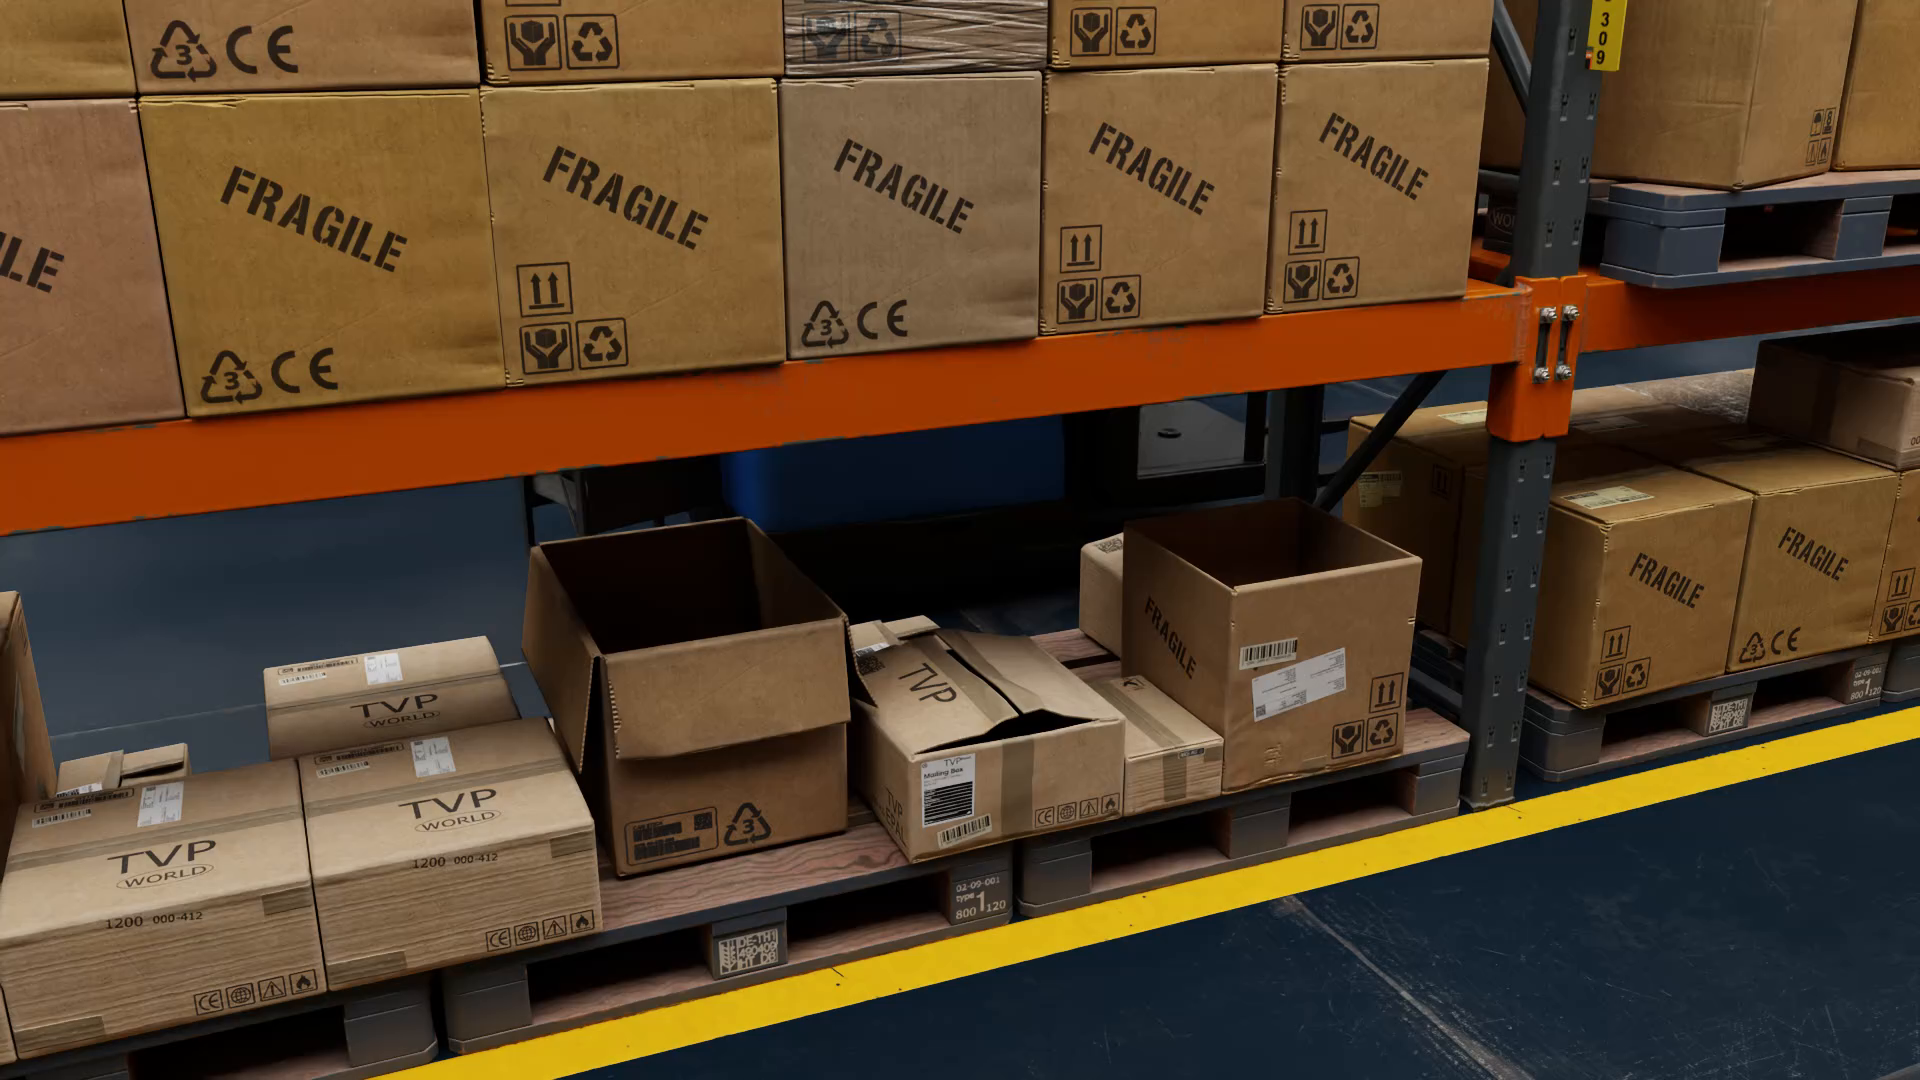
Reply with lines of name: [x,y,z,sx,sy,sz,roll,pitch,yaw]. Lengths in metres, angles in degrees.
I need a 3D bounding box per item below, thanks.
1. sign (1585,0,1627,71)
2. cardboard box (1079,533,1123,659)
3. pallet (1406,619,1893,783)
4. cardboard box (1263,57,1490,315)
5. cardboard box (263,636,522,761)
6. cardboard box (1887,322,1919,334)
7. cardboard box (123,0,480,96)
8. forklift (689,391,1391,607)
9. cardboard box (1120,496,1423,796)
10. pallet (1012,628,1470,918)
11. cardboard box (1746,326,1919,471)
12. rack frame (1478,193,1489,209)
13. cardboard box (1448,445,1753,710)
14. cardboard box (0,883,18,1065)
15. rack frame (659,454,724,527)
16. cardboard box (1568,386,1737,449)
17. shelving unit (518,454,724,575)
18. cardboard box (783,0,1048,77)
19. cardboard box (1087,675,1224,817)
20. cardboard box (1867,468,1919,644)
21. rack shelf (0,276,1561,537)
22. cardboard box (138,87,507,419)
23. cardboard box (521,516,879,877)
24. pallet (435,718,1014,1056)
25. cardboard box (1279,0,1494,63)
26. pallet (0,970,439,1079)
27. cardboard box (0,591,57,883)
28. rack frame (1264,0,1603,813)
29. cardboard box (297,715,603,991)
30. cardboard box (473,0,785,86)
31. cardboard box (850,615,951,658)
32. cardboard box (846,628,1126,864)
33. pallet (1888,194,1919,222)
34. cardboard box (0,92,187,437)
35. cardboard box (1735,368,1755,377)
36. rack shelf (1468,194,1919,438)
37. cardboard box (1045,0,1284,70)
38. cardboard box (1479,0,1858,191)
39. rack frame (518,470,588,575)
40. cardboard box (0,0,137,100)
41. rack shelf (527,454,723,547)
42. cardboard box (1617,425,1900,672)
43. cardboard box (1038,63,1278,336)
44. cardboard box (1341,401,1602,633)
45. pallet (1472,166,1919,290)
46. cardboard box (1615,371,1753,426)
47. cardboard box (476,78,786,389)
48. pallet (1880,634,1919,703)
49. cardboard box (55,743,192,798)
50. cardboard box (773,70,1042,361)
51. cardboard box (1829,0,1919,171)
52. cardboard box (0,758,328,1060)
sign: [1.350,-1.145,3.455,0.005,0.325,0.100,-8,21,-22]
cardboard box: [0.657,0.149,4.469,0.500,0.311,0.500,-8,21,-22]
pallet: [1.860,0.295,4.865,1.213,0.211,1.003,-8,21,-22]
cardboard box: [0.771,-0.805,3.640,0.500,0.500,0.500,-8,21,-21]
cardboard box: [-1.259,0.452,3.700,0.500,0.250,0.500,-8,21,-22]
cardboard box: [3.048,-0.471,4.814,0.500,0.250,0.500,-9,21,-23]
cardboard box: [-1.094,-1.007,2.710,0.500,0.500,0.500,-8,21,-21]
forklift: [0.587,-1.438,5.694,3.031,2.935,1.130,-7,21,-19]
cardboard box: [0.718,0.232,3.949,0.500,0.500,0.500,-8,21,-22]
pallet: [0.497,0.504,4.273,1.213,0.211,1.003,-8,21,-22]
cardboard box: [2.587,-0.404,4.626,0.500,0.250,0.500,-8,21,-22]
rack frame: [2.843,-2.939,9.851,0.127,3.000,1.000,-8,21,-22]
cardboard box: [1.669,0.081,4.377,0.500,0.500,0.500,-9,21,-24]
cardboard box: [-1.794,0.771,2.921,0.250,0.166,0.380,-8,21,-22]
rack frame: [-0.905,-0.843,5.249,0.015,2.100,0.400,-17,25,-39]
cardboard box: [1.925,-0.145,5.018,0.500,0.500,0.500,-8,21,-22]
shelving unit: [-1.086,-0.789,5.095,0.503,2.100,0.431,-17,25,-39]
cardboard box: [-0.165,-1.140,3.088,0.500,0.500,0.500,-8,21,-21]
cardboard box: [0.397,0.465,3.815,0.250,0.149,0.380,-8,21,-22]
cardboard box: [2.616,-0.056,4.766,0.500,0.500,0.500,-8,21,-21]
rack shelf: [-0.708,-0.299,3.438,4.000,0.370,1.077,-8,21,-22]
cardboard box: [-1.099,-0.535,2.874,0.500,0.500,0.500,-8,21,-22]
cardboard box: [-0.595,0.317,3.701,0.637,0.503,0.797,-8,21,-22]
pallet: [-0.624,0.666,3.813,1.213,0.211,1.003,-8,21,-22]
cardboard box: [0.767,-1.275,3.470,0.500,0.500,0.500,-8,21,-22]
pallet: [-1.743,0.825,3.361,1.213,0.211,1.003,-8,21,-22]
cardboard box: [-2.143,0.450,3.330,0.500,0.500,0.500,-8,21,-22]
rack frame: [1.128,-0.901,4.065,0.127,3.000,1.000,-8,21,-22]
cardboard box: [-1.015,0.598,3.286,0.500,0.250,0.500,-8,21,-22]
cardboard box: [-0.628,-1.074,2.901,0.500,0.500,0.500,-8,21,-22]
cardboard box: [-0.133,0.334,4.162,0.250,0.166,0.380,-8,21,-22]
cardboard box: [0.029,0.419,3.700,0.500,0.311,0.500,-8,21,-22]
pallet: [3.017,-1.080,4.861,1.213,0.211,1.003,-8,21,-22]
cardboard box: [-1.561,-0.470,2.689,0.500,0.500,0.500,-8,21,-22]
cardboard box: [2.852,-0.278,5.396,0.500,0.500,0.500,-9,21,-24]
rack shelf: [2.965,-0.825,4.932,4.000,0.370,1.077,-8,21,-22]
cardboard box: [0.297,-1.206,3.276,0.500,0.500,0.500,-9,21,-23]
cardboard box: [1.652,-1.141,3.962,0.500,0.500,0.700,-17,26,-40]
rack frame: [-1.267,-0.735,4.941,0.015,2.100,0.400,-17,25,-39]
cardboard box: [-1.556,-0.943,2.528,0.500,0.500,0.500,-8,21,-21]
rack shelf: [-1.082,-0.114,5.328,0.480,0.518,0.431,-17,25,-39]
cardboard box: [2.154,0.007,4.586,0.500,0.500,0.500,-8,21,-21]
cardboard box: [0.298,-0.736,3.446,0.500,0.500,0.500,-8,21,-20]
cardboard box: [1.468,-0.082,4.840,0.500,0.500,0.500,-8,21,-22]
pallet: [1.905,-0.883,4.301,1.213,0.211,1.003,-8,21,-22]
cardboard box: [2.386,-0.210,5.205,0.500,0.500,0.500,-8,21,-21]
cardboard box: [-0.639,-0.600,3.059,0.500,0.500,0.500,-8,21,-21]
pallet: [2.982,0.134,5.325,1.213,0.211,1.003,-8,21,-22]
cardboard box: [-1.735,0.581,3.458,0.250,0.166,0.380,-8,21,-22]
cardboard box: [-0.173,-0.668,3.252,0.500,0.500,0.500,-8,21,-21]
cardboard box: [2.258,-1.251,4.274,0.500,0.500,0.700,-5,20,-13]
cardboard box: [-1.474,0.663,3.099,0.500,0.250,0.500,-8,21,-22]
